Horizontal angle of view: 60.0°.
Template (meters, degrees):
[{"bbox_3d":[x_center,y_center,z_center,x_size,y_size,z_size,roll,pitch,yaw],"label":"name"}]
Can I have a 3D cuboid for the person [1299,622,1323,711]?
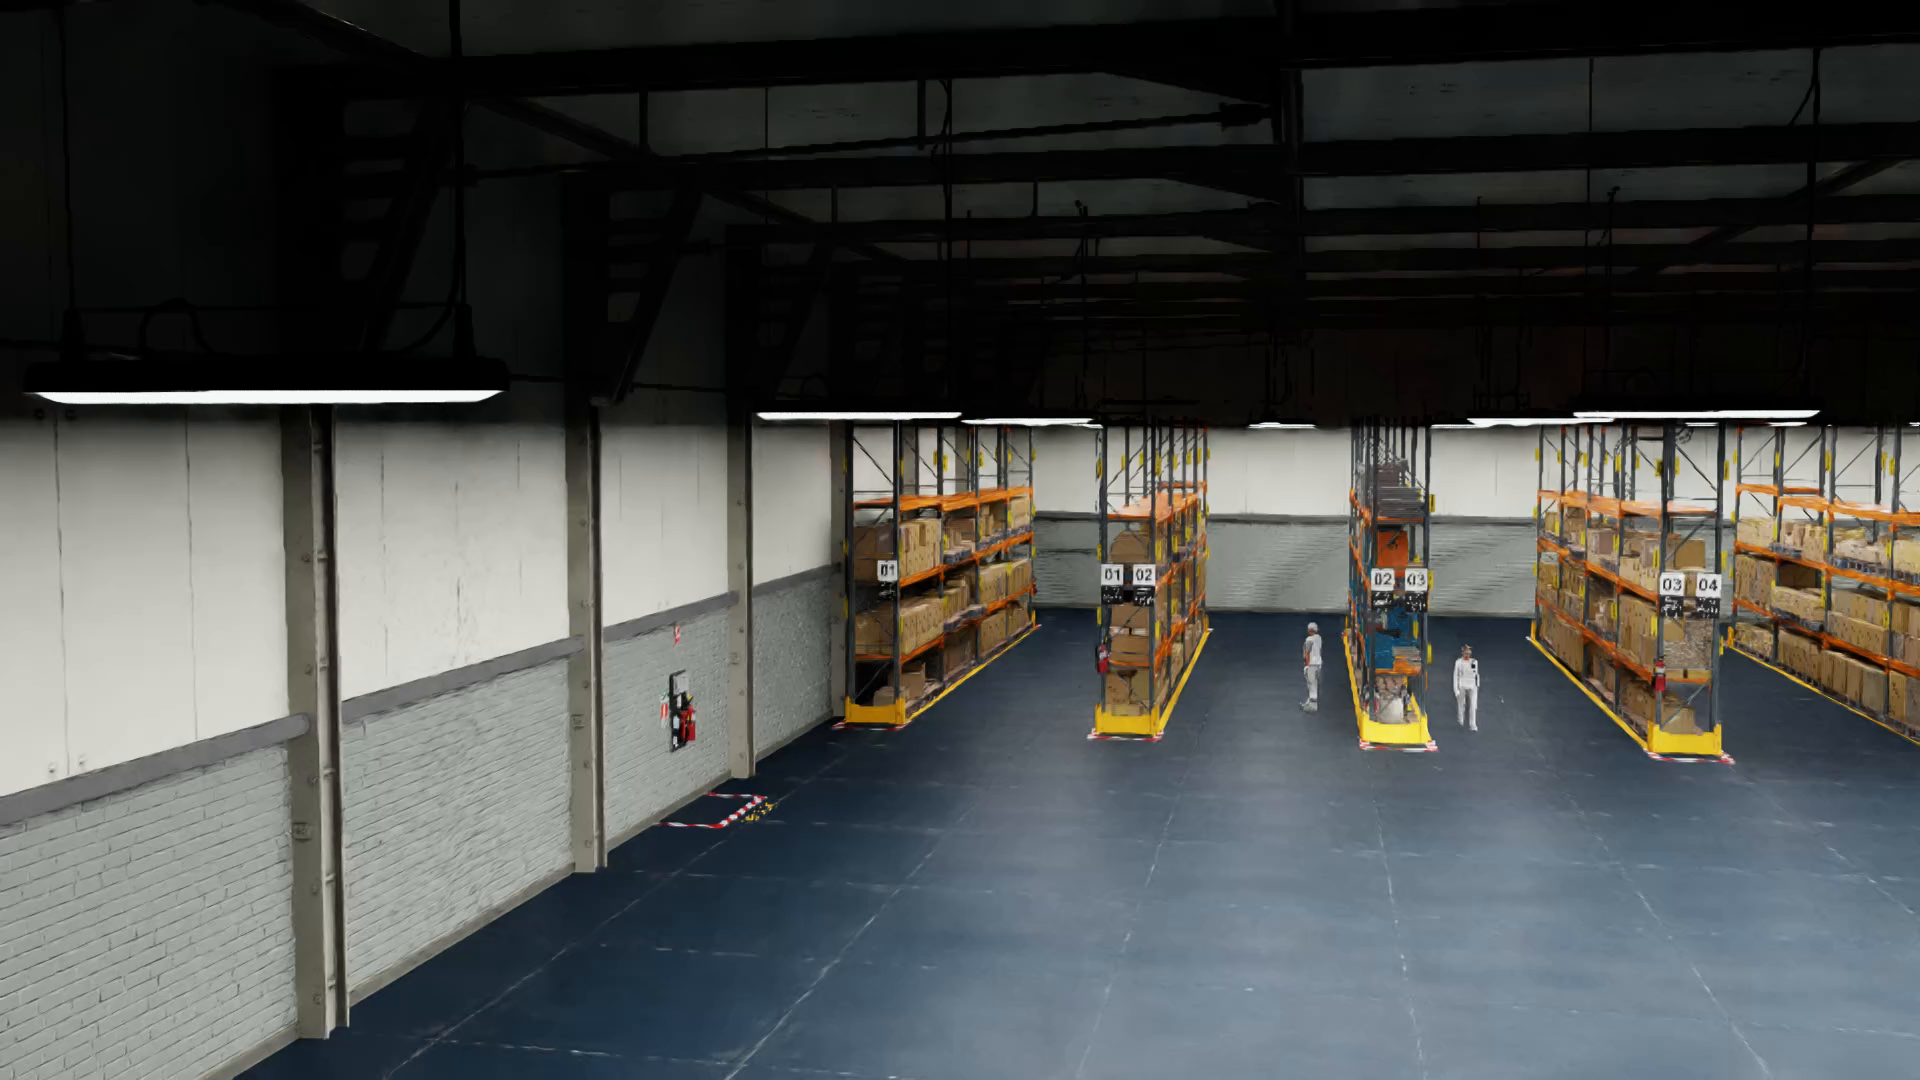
[{"bbox_3d":[7.117,2.558,33.859,0.493,1.786,0.606,3,5,42],"label":"person"}]

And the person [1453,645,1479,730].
[{"bbox_3d":[9.672,2.786,31.790,0.496,1.586,1.072,1,4,14],"label":"person"}]
